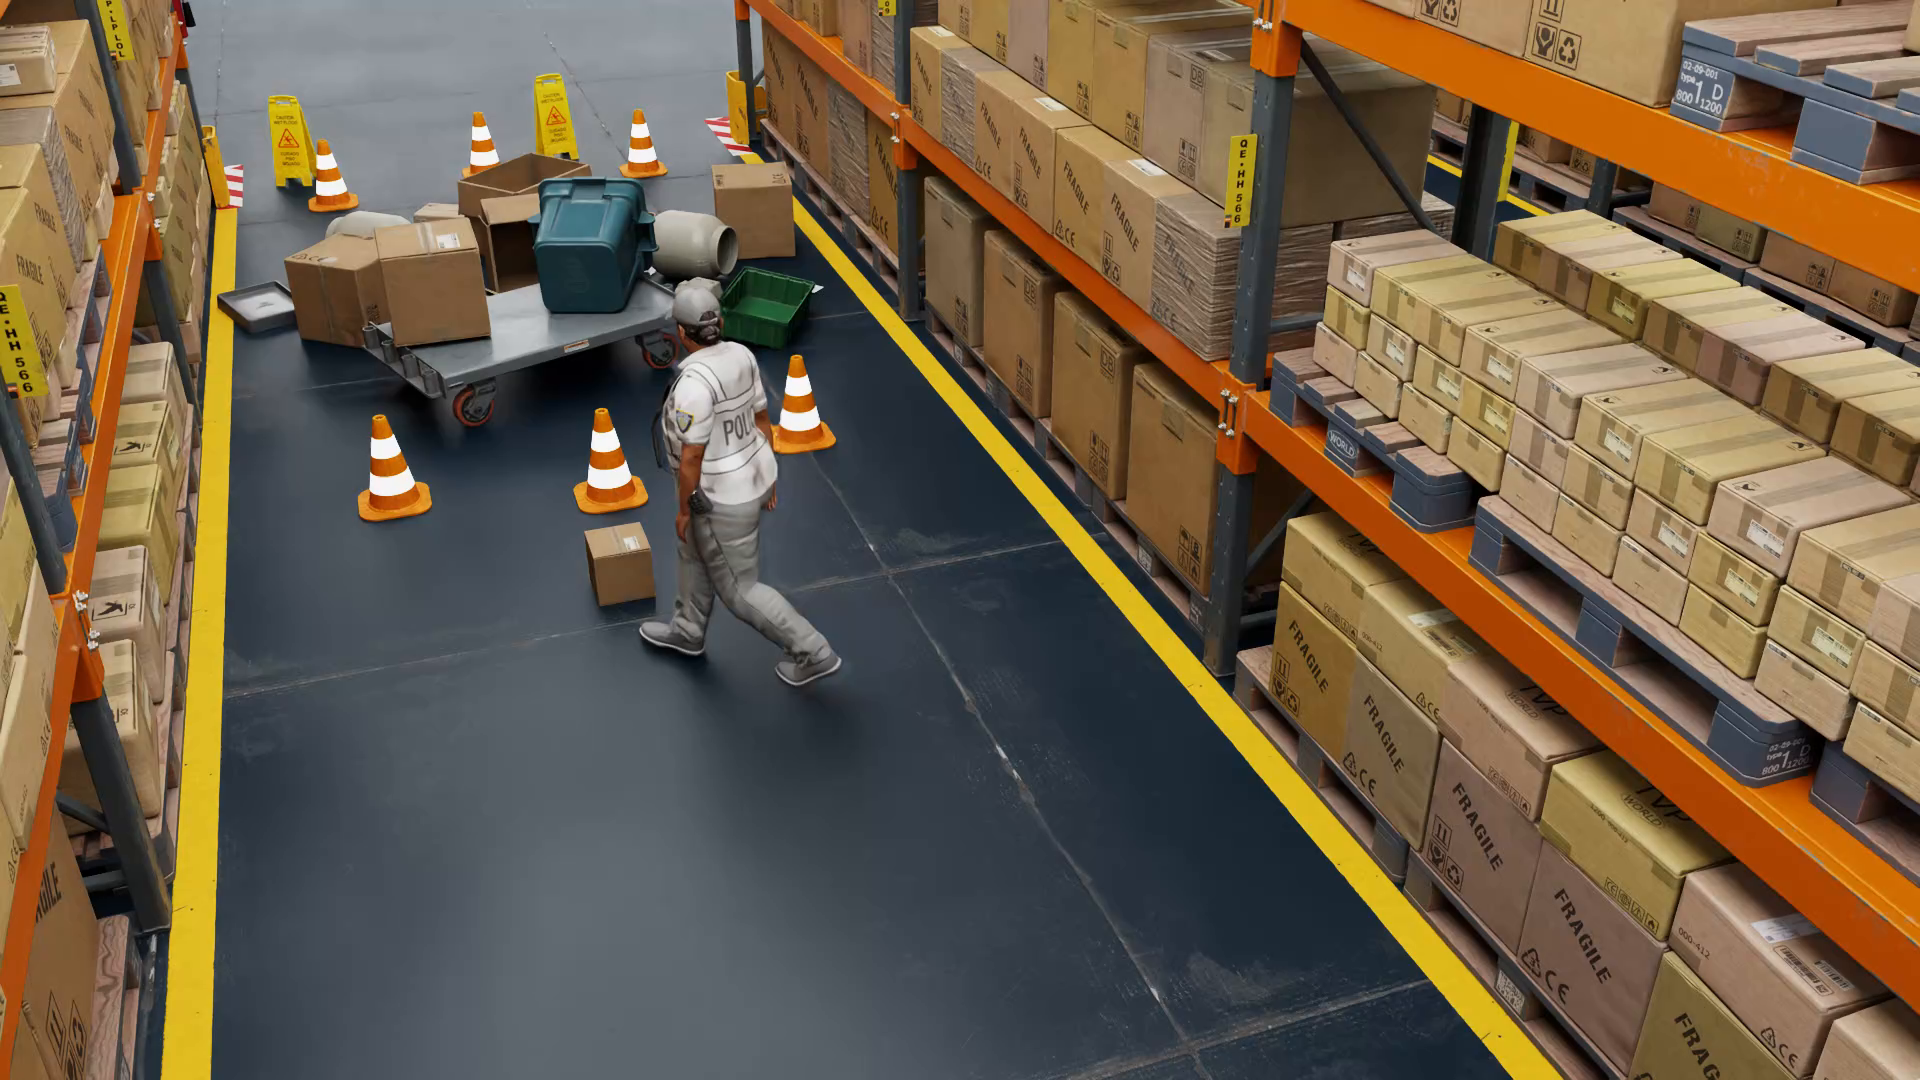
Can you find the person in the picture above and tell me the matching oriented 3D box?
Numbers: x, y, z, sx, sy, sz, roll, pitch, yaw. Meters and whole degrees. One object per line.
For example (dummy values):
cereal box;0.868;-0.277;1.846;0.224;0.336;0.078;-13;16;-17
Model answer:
person;-0.896;-0.194;6.476;0.961;1.623;0.484;7;31;12
